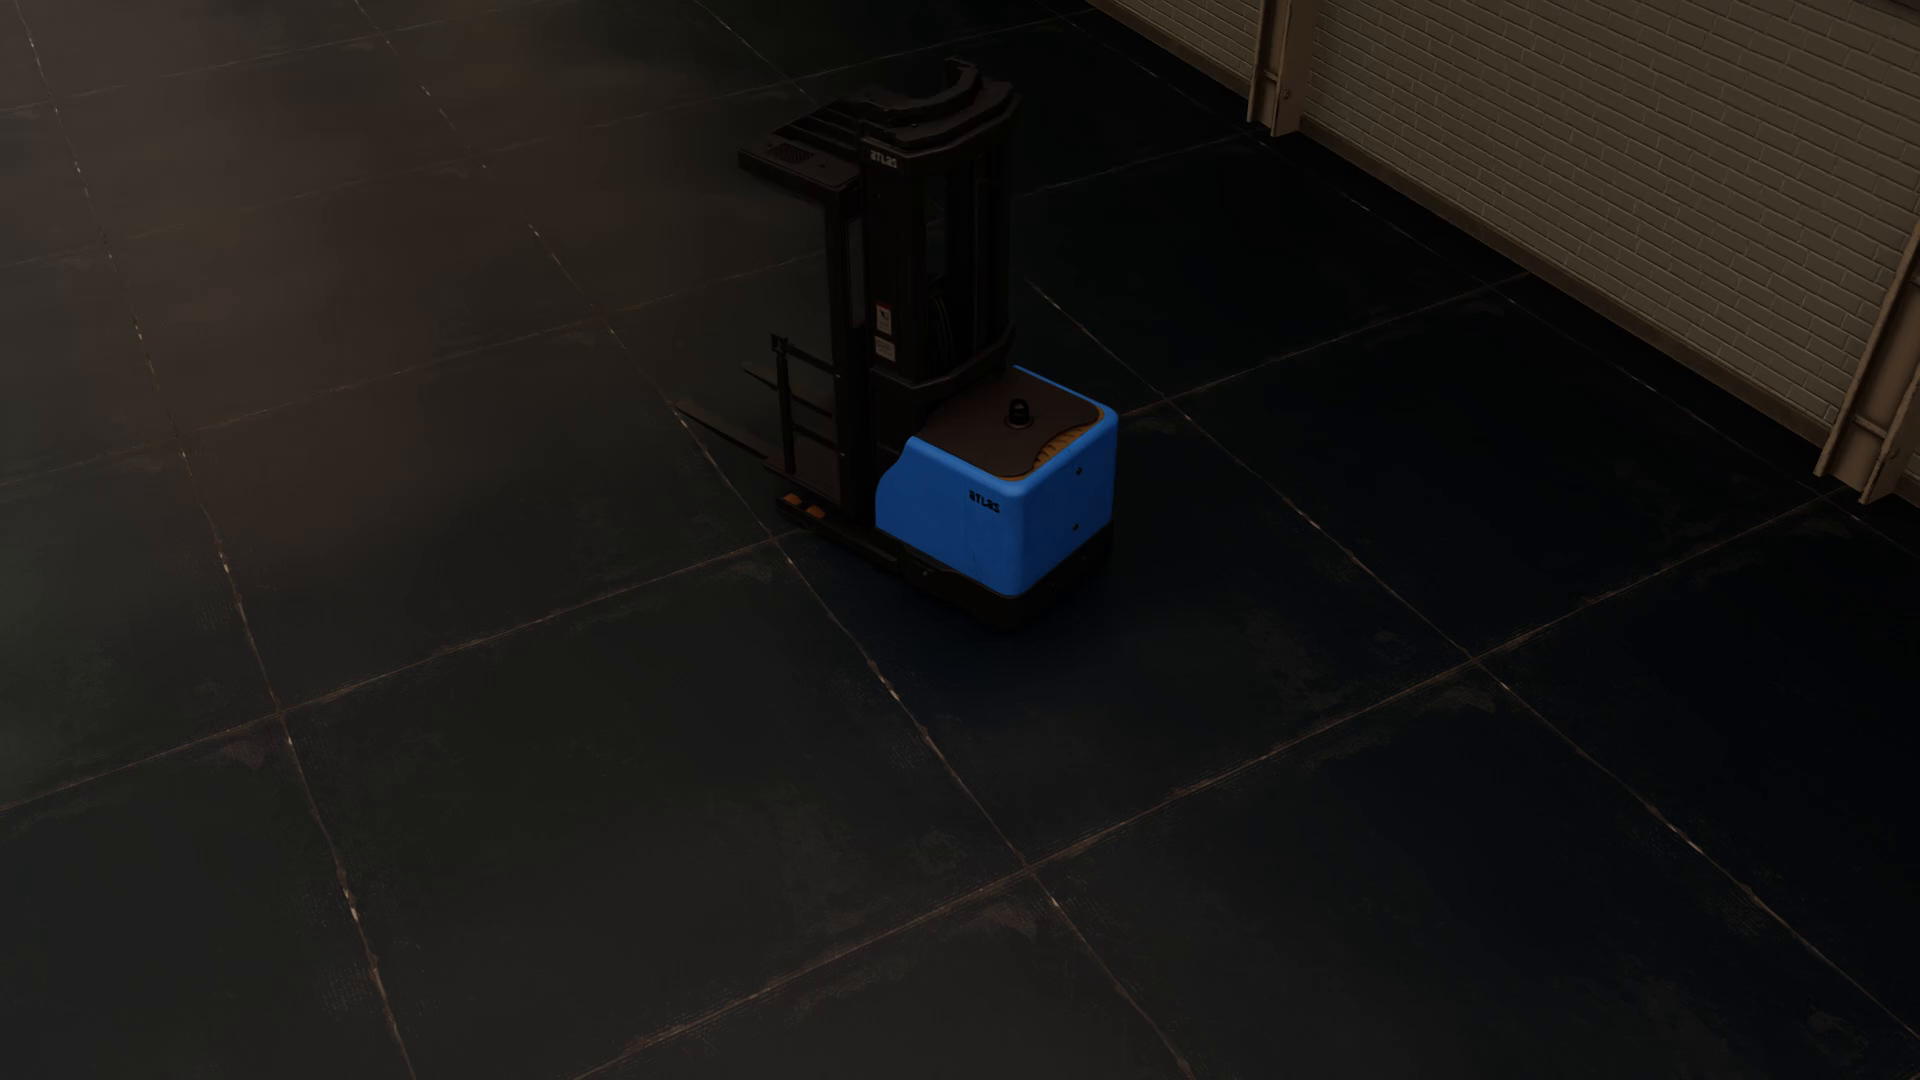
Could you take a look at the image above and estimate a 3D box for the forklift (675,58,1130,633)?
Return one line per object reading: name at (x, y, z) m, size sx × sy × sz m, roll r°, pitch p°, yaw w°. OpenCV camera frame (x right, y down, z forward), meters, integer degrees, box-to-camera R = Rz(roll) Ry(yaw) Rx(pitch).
forklift at (-0.481, -1.366, 9.683) m, size 3.031 × 2.935 × 1.130 m, roll 26°, pitch 46°, yaw 28°
